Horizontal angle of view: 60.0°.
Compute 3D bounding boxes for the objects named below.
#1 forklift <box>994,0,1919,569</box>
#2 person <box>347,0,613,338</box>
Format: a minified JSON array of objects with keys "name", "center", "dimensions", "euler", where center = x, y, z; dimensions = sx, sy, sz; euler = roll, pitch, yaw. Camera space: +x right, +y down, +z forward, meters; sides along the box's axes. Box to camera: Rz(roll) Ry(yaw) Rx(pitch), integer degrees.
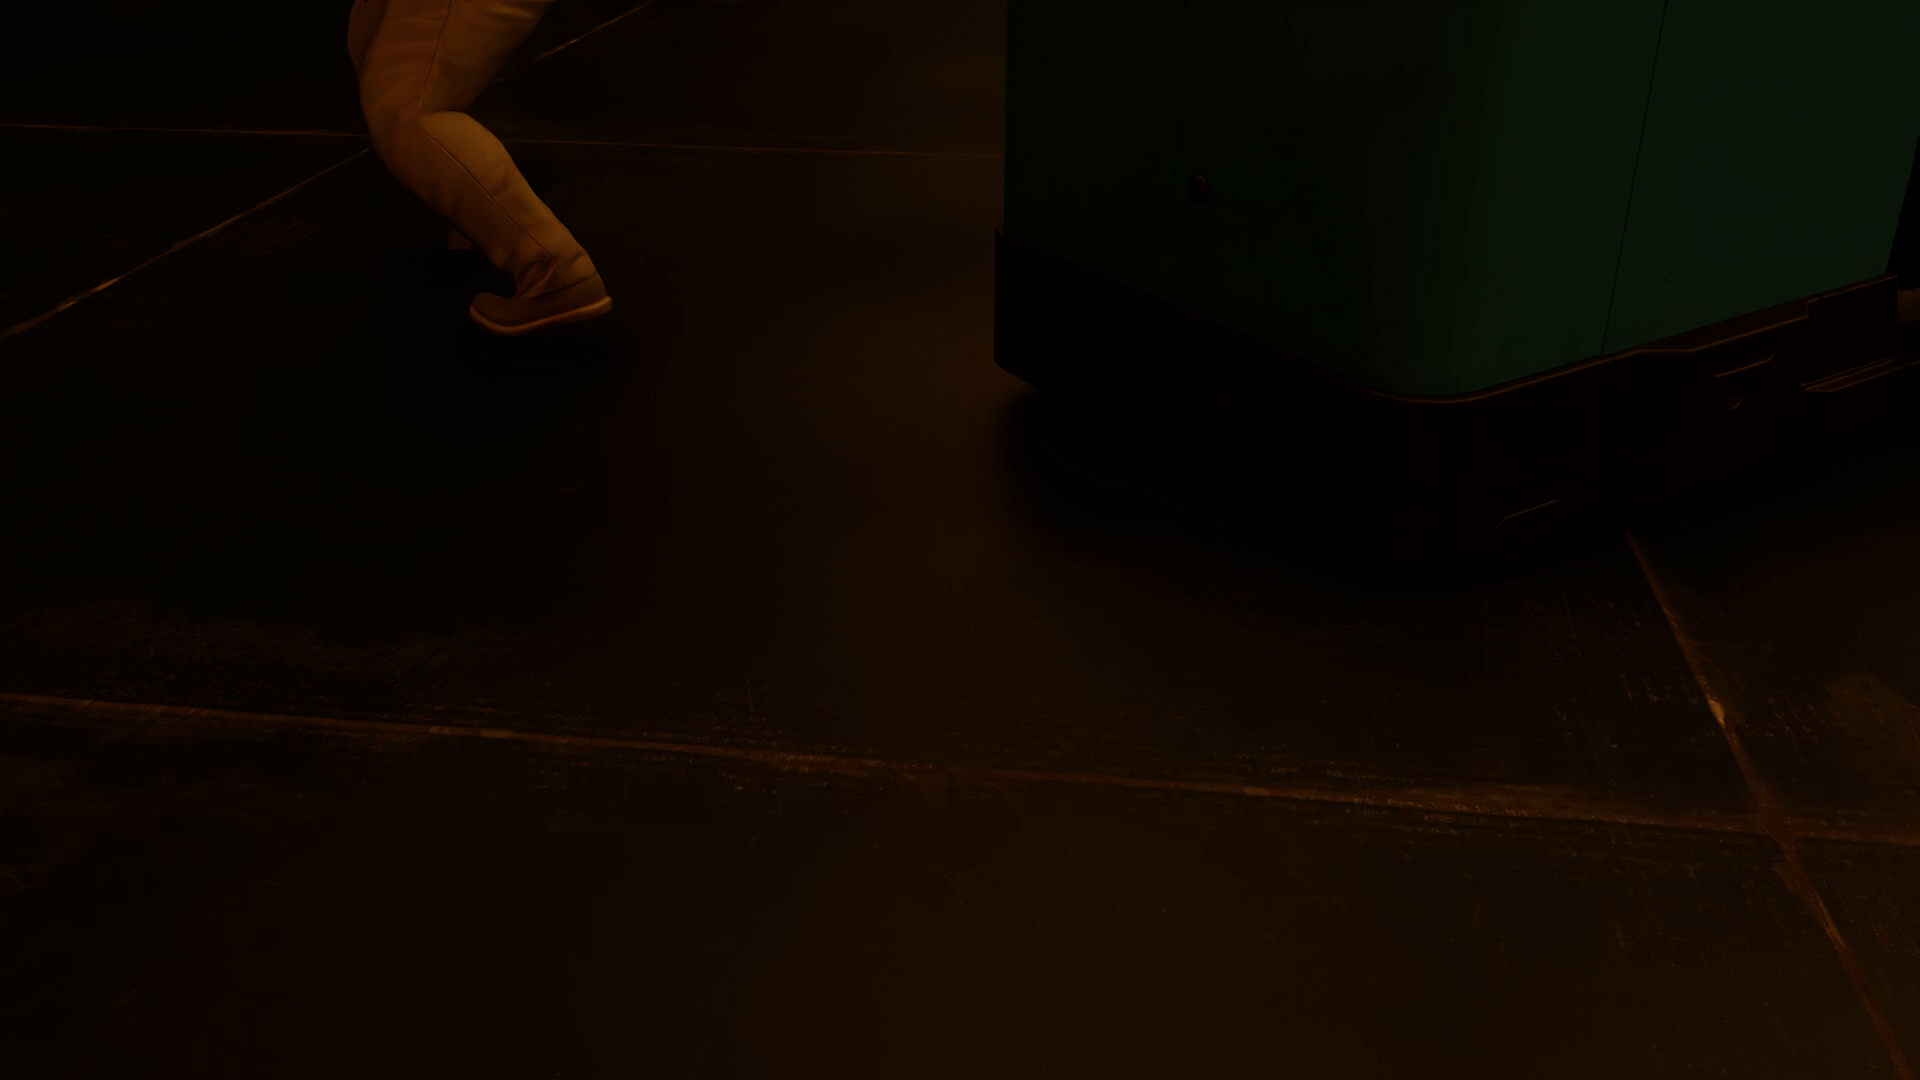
[{"name":"forklift","center":[1.578,-1.757,2.738],"dimensions":[3.031,2.935,1.130],"euler":[-16,31,-29]},{"name":"person","center":[-1.004,-1.152,3.259],"dimensions":[0.547,1.610,0.980],"euler":[-7,27,-14]}]
